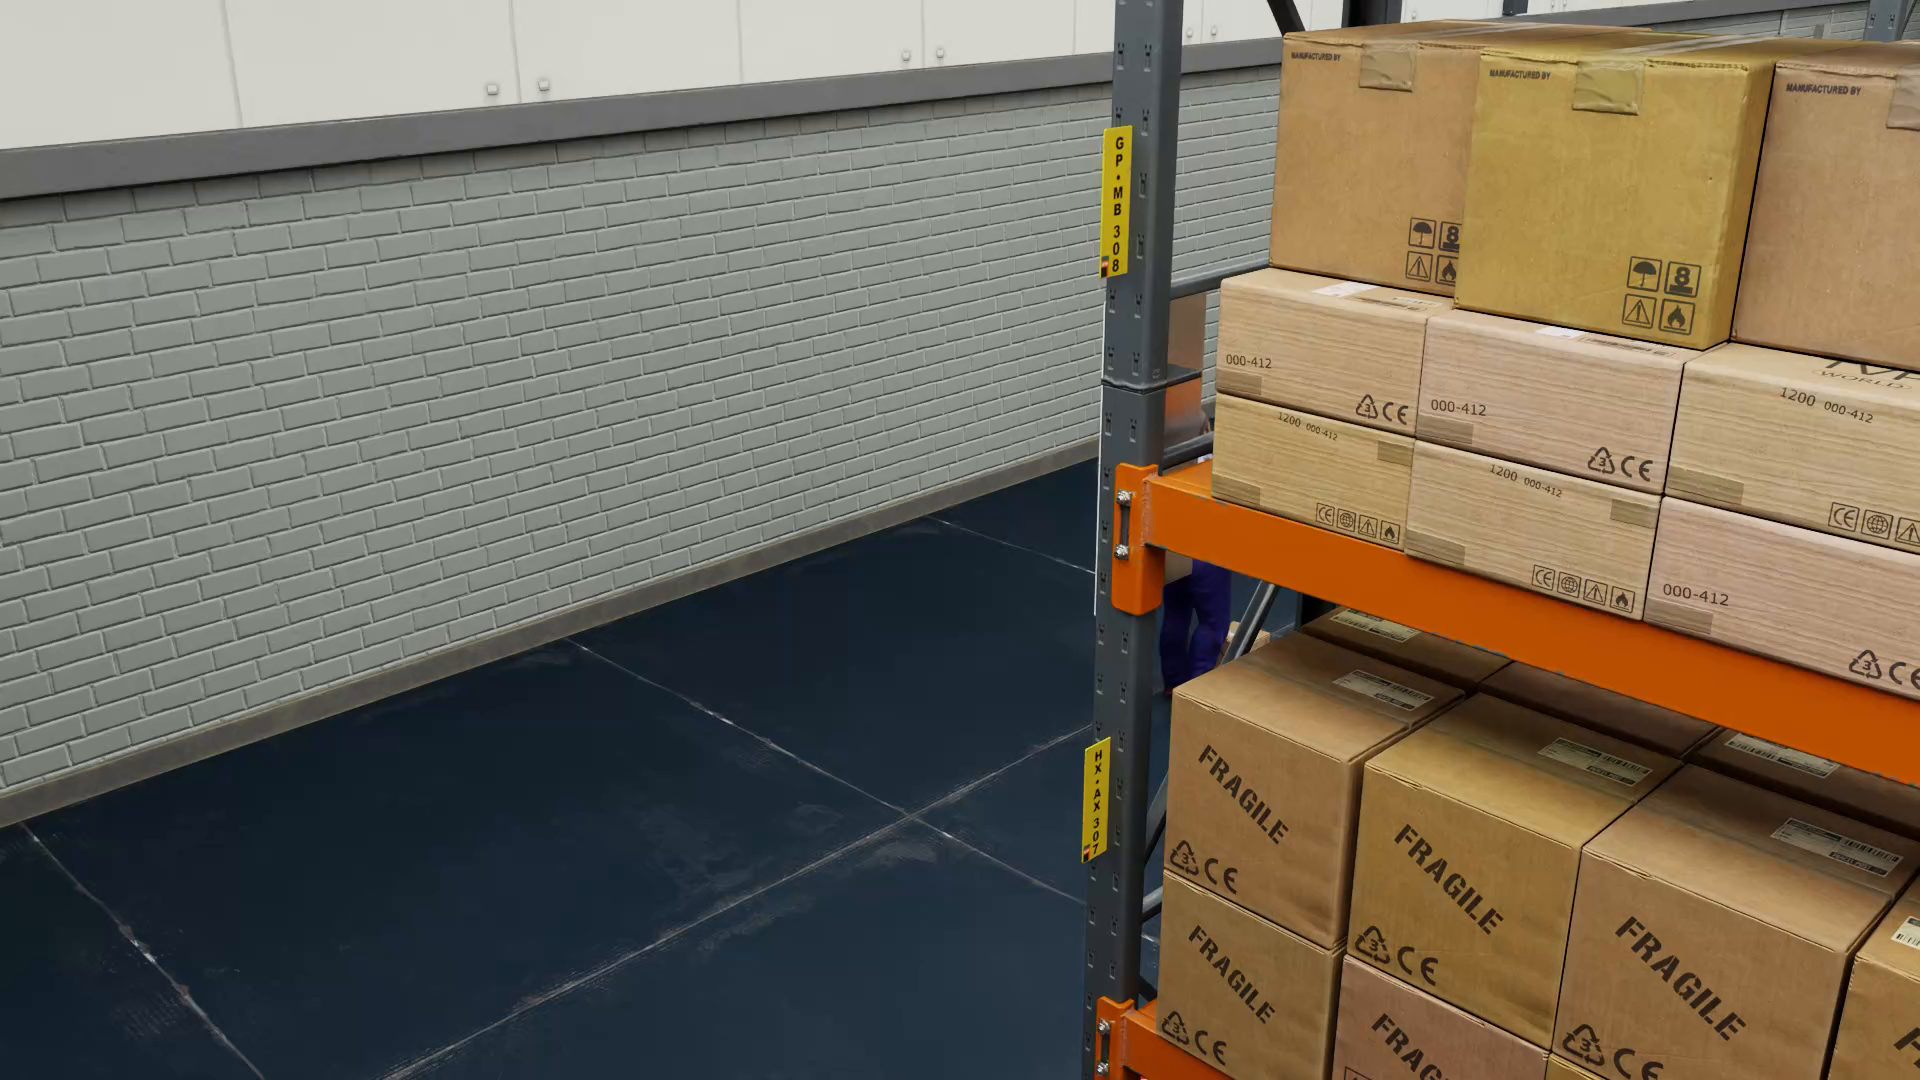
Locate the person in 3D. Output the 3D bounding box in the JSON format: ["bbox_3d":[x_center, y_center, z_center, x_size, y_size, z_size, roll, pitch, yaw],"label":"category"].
[{"bbox_3d":[1.253,0.099,8.800,0.383,1.671,0.533,-17,27,-38],"label":"person"}]
